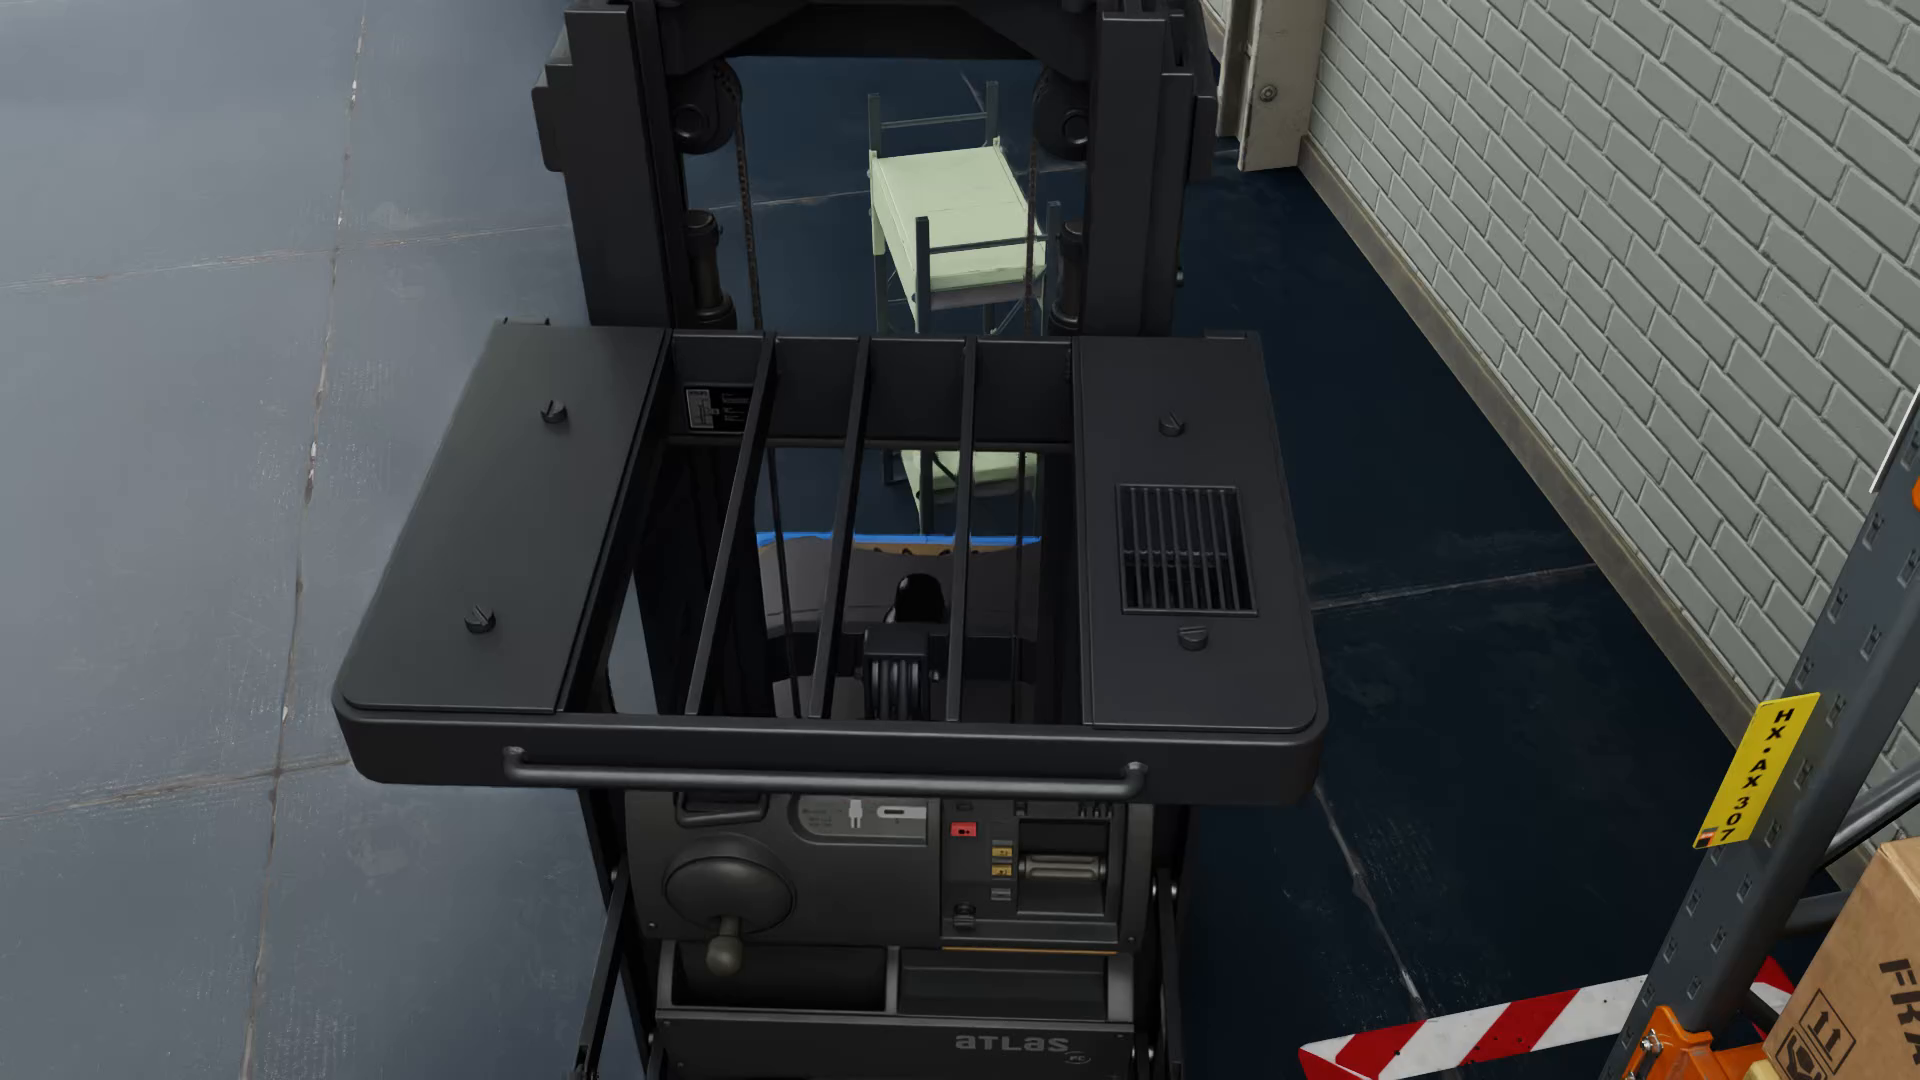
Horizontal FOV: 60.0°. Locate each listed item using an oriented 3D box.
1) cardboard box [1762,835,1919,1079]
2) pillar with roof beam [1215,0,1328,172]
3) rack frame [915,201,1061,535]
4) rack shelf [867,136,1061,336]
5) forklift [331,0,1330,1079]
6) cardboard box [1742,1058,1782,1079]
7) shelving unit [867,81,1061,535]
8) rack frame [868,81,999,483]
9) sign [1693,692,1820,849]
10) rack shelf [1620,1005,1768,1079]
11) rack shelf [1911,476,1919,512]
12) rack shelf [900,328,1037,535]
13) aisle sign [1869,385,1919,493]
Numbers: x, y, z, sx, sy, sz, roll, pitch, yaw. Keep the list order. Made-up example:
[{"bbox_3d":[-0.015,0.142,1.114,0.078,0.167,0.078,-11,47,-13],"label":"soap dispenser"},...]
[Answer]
[{"bbox_3d":[1.512,0.711,2.223,0.500,0.500,0.500,-8,42,-9],"label":"cardboard box"},{"bbox_3d":[-2.800,-4.596,4.149,9.100,9.000,0.400,-8,42,-9],"label":"pillar with roof beam"},{"bbox_3d":[0.078,-0.328,4.990,0.400,1.500,0.023,-8,42,-9],"label":"rack frame"},{"bbox_3d":[-0.001,-0.857,4.998,0.431,0.370,0.720,-8,42,-9],"label":"rack shelf"},{"bbox_3d":[-0.131,0.665,2.793,1.130,2.935,3.031,1,42,1],"label":"forklift"},{"bbox_3d":[1.498,1.001,2.461,0.500,0.250,0.500,-9,42,-11],"label":"cardboard box"},{"bbox_3d":[-0.001,-0.565,5.257,0.431,1.500,0.755,-8,42,-9],"label":"shelving unit"},{"bbox_3d":[-0.080,-0.802,5.524,0.400,1.500,0.023,-8,42,-9],"label":"rack frame"},{"bbox_3d":[1.173,0.344,2.450,0.100,0.325,0.005,-8,42,-9],"label":"sign"},{"bbox_3d":[2.134,2.156,1.604,1.077,0.370,4.000,-8,42,-9],"label":"rack shelf"},{"bbox_3d":[2.134,1.034,0.608,1.077,0.370,4.000,-8,42,-9],"label":"rack shelf"},{"bbox_3d":[-0.001,-0.321,5.473,0.431,0.370,0.720,-8,42,-9],"label":"rack shelf"},{"bbox_3d":[1.394,-0.386,1.967,0.394,0.787,0.004,-8,42,-9],"label":"aisle sign"}]
